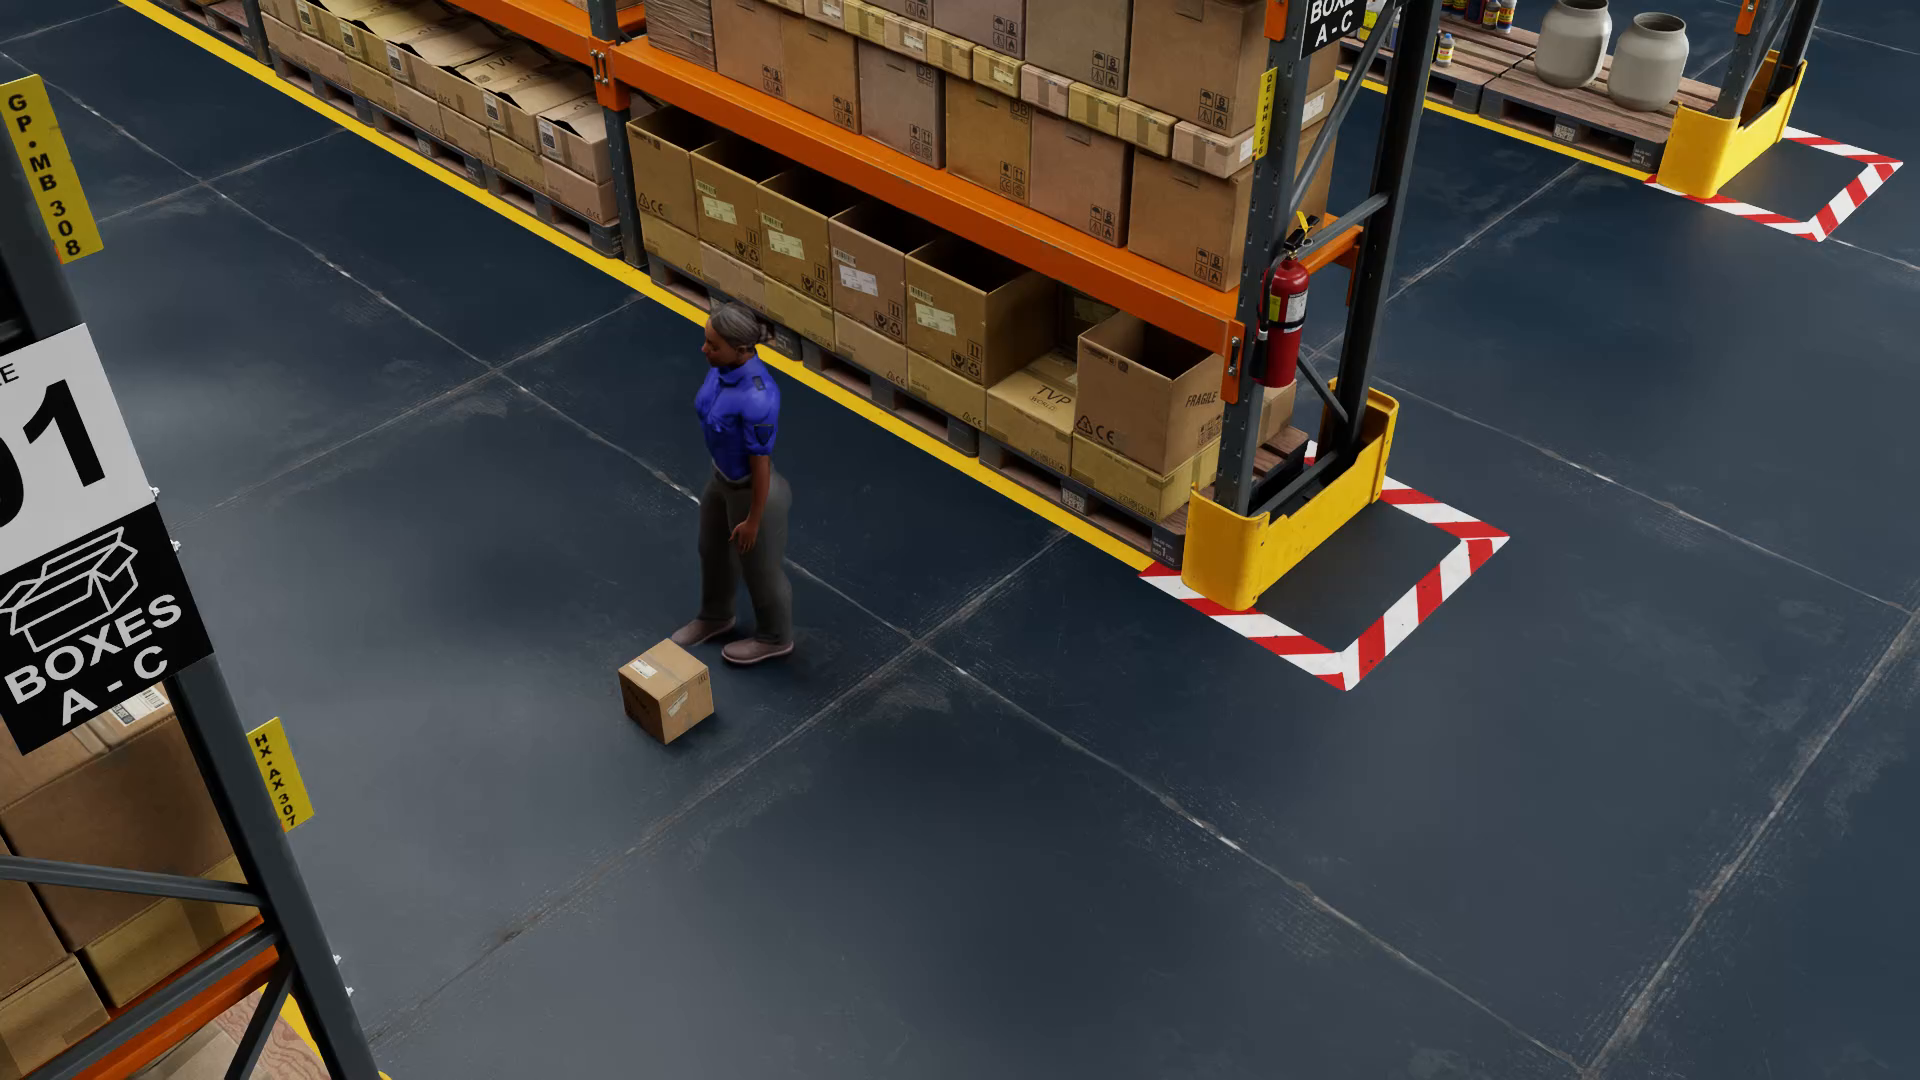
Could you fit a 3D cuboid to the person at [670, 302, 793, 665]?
[{"bbox_3d":[-0.912,-0.162,6.365,0.485,1.689,0.489,-18,43,-21],"label":"person"}]
